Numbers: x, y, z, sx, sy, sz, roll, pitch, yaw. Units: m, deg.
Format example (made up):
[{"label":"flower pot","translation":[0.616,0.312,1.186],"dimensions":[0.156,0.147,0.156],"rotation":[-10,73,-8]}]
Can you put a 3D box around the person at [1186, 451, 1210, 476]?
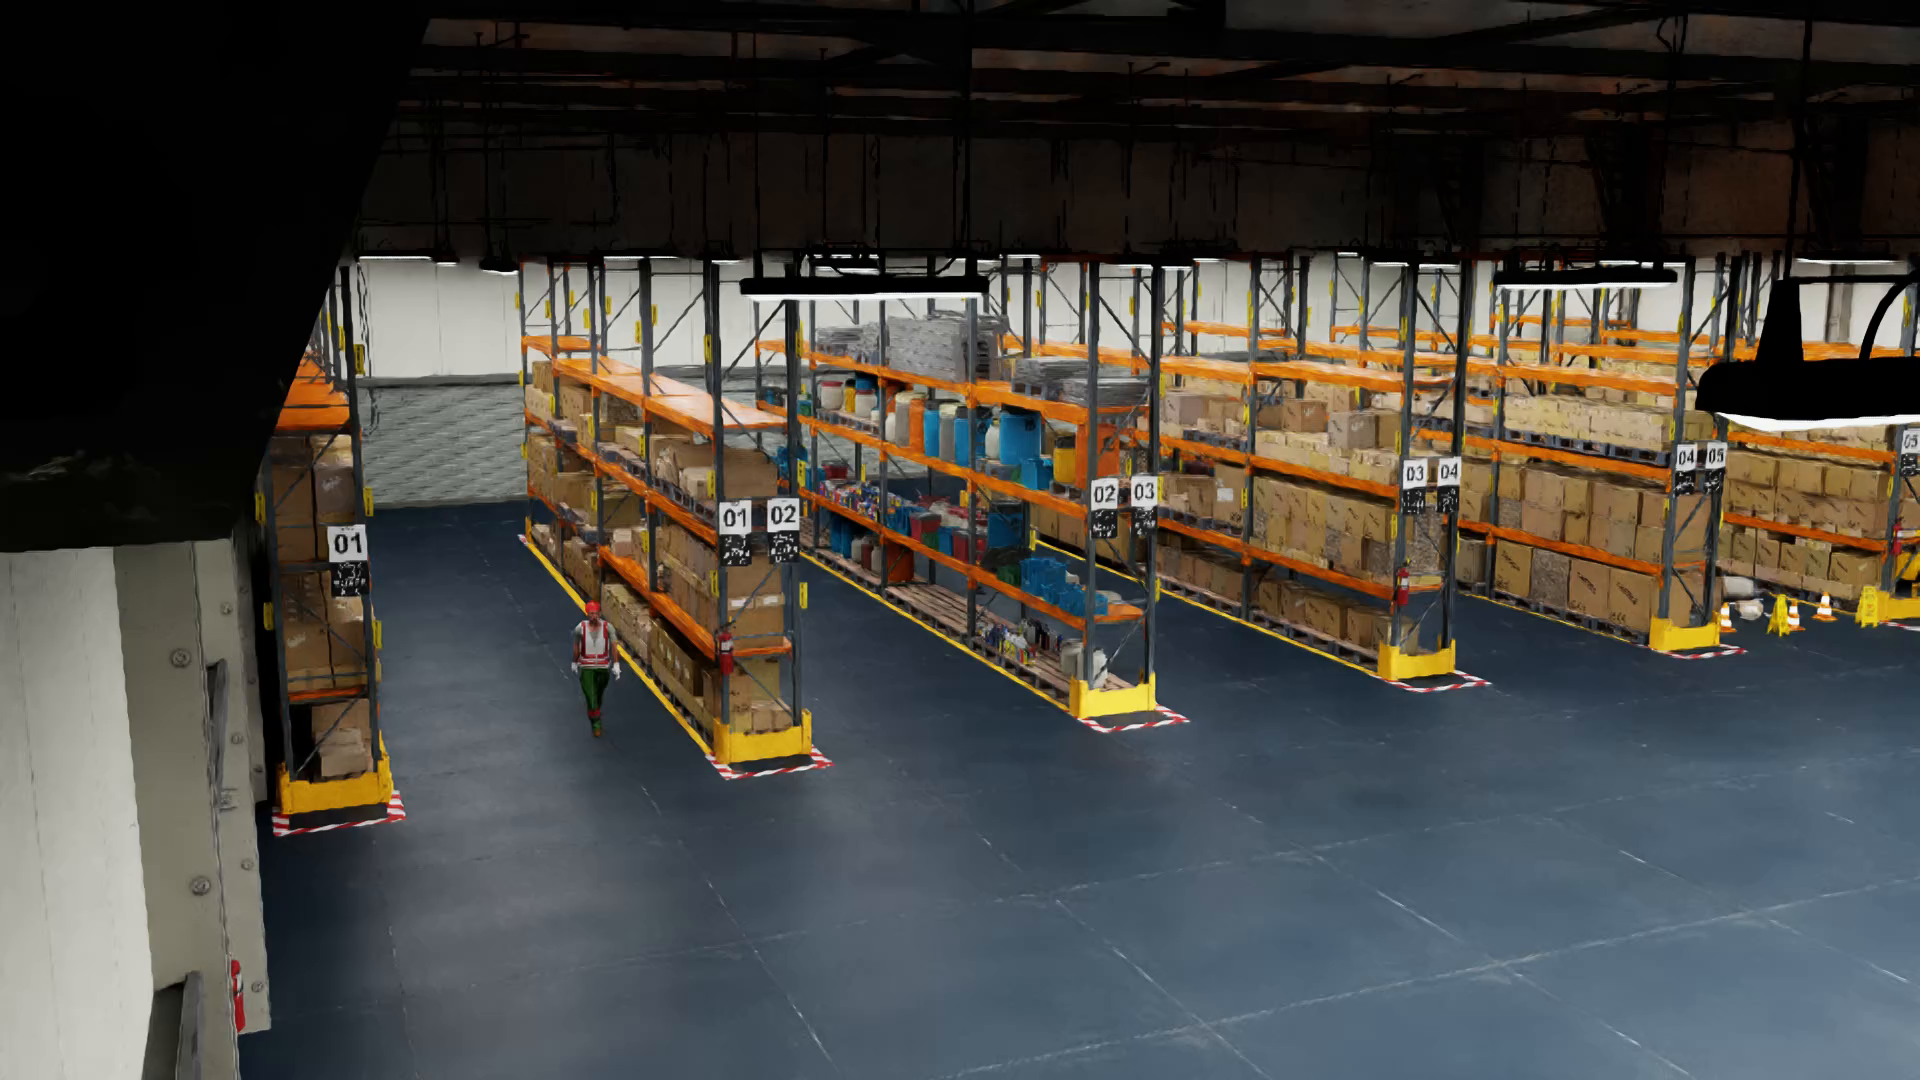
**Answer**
[{"label":"person","translation":[5.157,-1.024,35.924],"dimensions":[0.640,1.669,0.504],"rotation":[8,13,37]}]

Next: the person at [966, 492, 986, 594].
[{"label":"person","translation":[0.284,0.035,28.441],"dimensions":[0.390,1.720,0.627],"rotation":[-5,12,-26]}]

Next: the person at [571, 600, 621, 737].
[{"label":"person","translation":[-4.675,1.616,21.387],"dimensions":[0.567,1.736,1.044],"rotation":[-4,11,-23]}]
